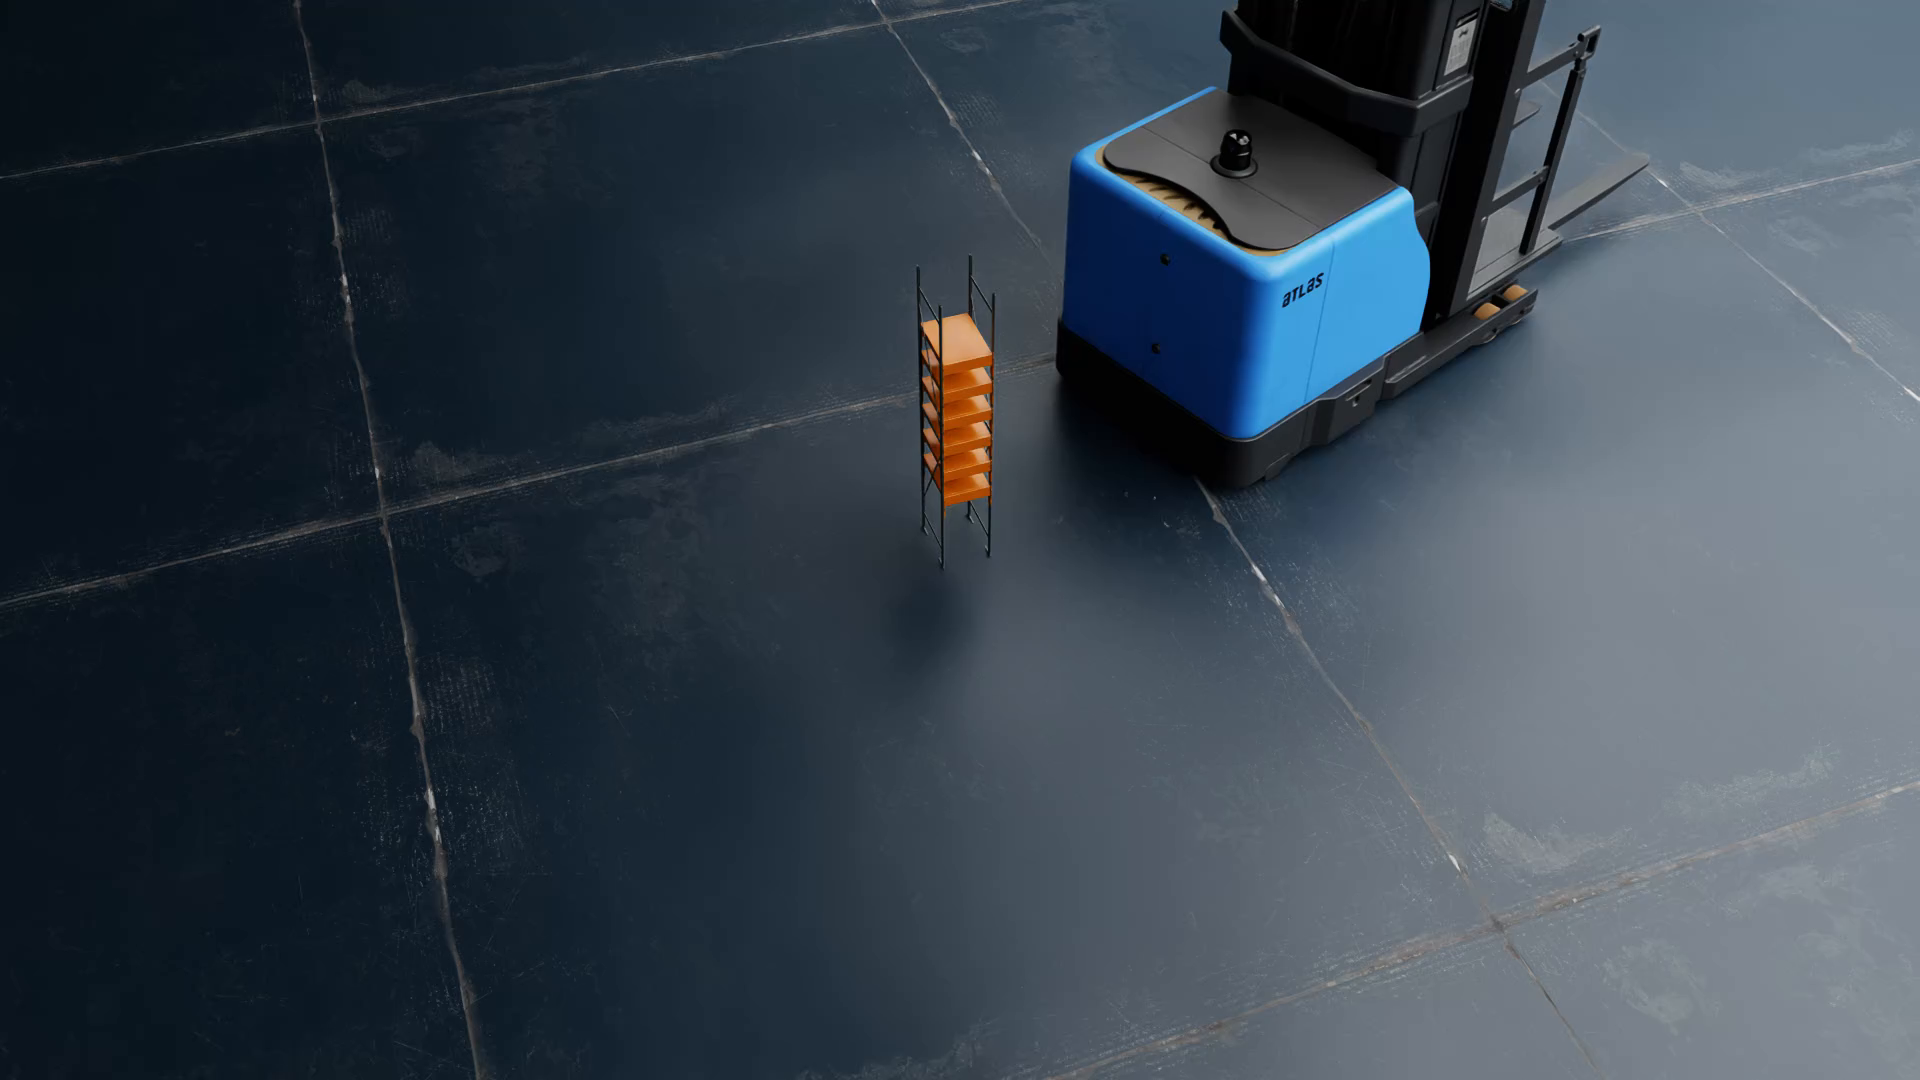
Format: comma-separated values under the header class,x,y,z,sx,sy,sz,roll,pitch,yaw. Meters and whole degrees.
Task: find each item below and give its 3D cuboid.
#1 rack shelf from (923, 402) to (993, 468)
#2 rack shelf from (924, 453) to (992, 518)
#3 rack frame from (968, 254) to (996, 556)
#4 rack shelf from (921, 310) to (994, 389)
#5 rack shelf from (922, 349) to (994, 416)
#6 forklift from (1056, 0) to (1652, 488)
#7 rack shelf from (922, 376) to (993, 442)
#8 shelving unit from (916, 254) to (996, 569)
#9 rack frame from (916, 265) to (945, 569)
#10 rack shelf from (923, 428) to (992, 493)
class,x,y,z,sx,sy,sz,roll,pitch,yaw
rack shelf,-0.014,-0.389,5.853,0.180,0.103,0.258,-14,47,-14
rack shelf,-0.014,-0.219,6.023,0.180,0.103,0.258,-14,47,-14
rack frame,0.072,-0.442,5.843,0.006,1.200,0.240,-14,47,-14
rack shelf,-0.014,-0.643,5.598,0.180,0.103,0.258,-14,47,-14
rack shelf,-0.014,-0.558,5.683,0.180,0.103,0.258,-14,47,-14
forklift,1.842,-2.131,6.304,3.031,2.935,1.130,-31,53,-27
rack shelf,-0.014,-0.473,5.768,0.180,0.103,0.258,-14,47,-14
shelving unit,-0.014,-0.420,5.822,0.189,1.200,0.258,-14,47,-14
rack frame,-0.100,-0.398,5.800,0.006,1.200,0.240,-14,47,-14
rack shelf,-0.014,-0.304,5.938,0.180,0.103,0.258,-14,47,-14
